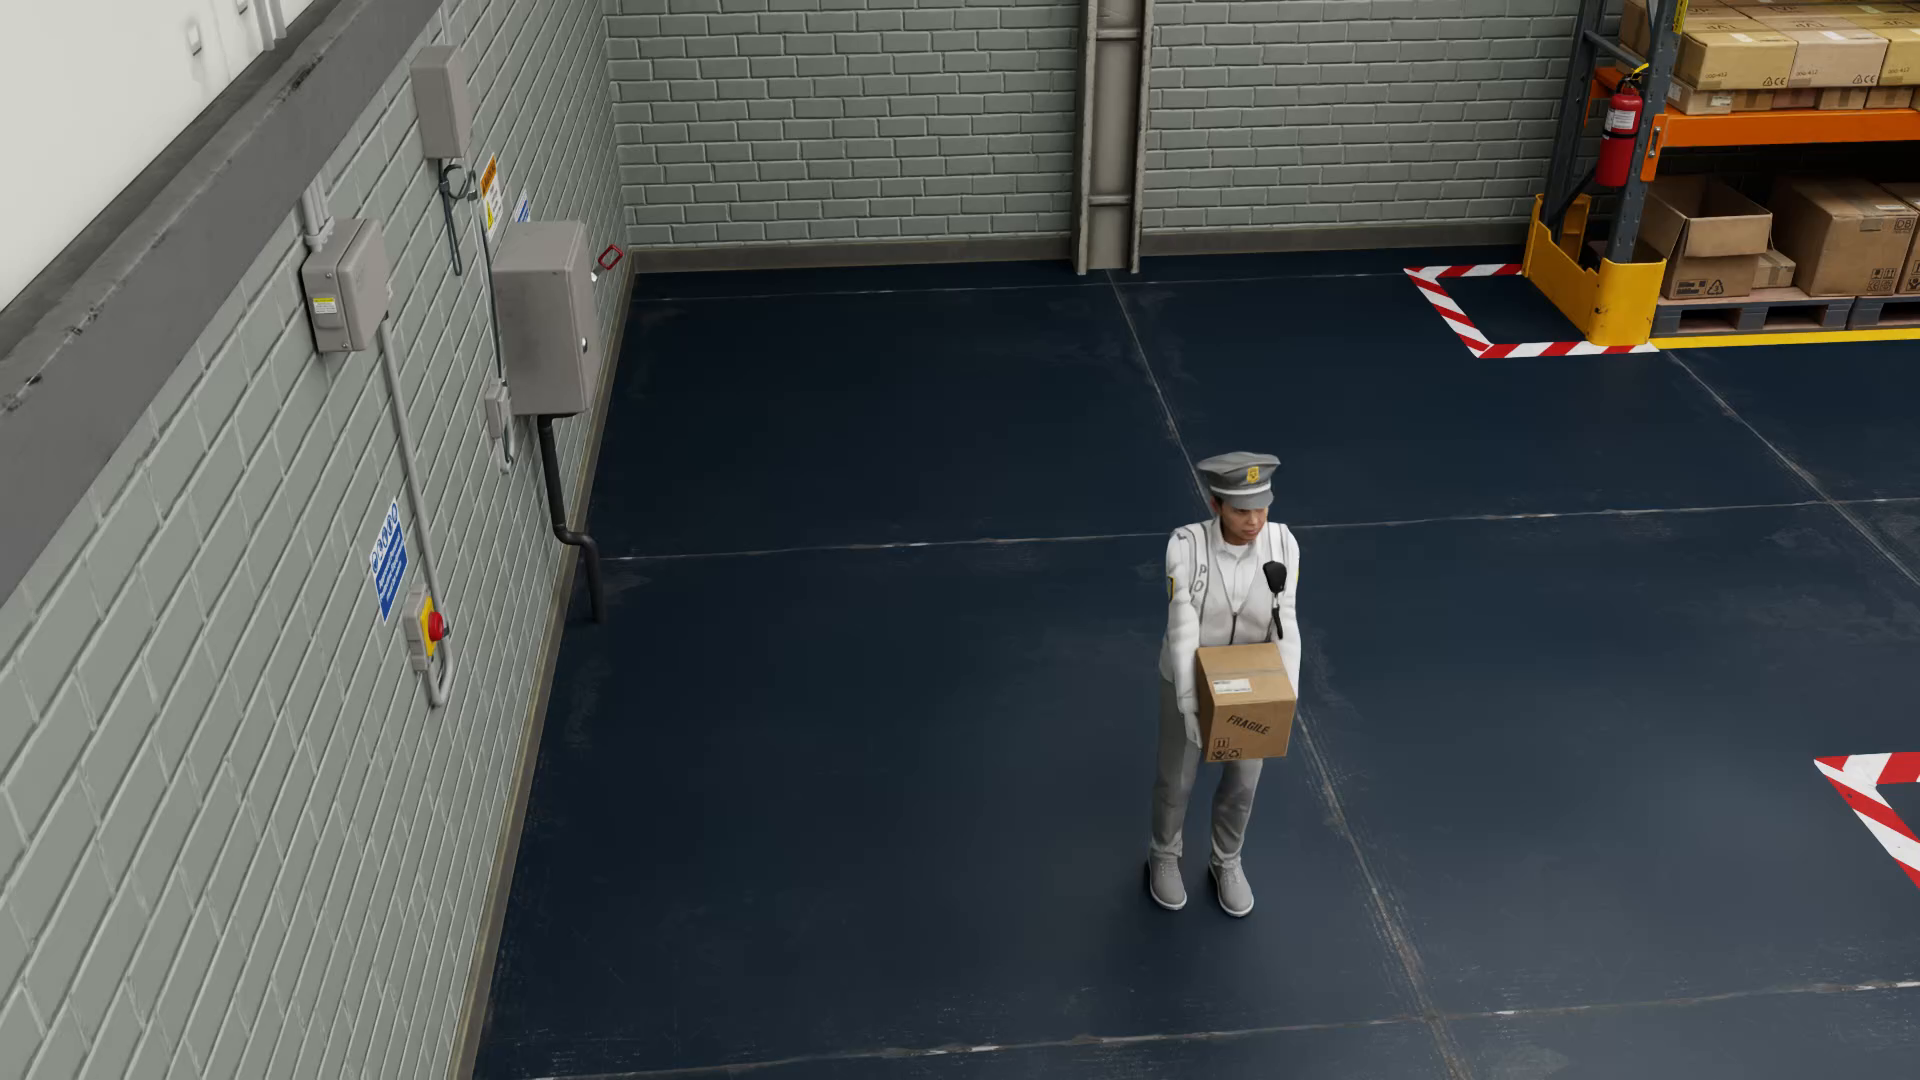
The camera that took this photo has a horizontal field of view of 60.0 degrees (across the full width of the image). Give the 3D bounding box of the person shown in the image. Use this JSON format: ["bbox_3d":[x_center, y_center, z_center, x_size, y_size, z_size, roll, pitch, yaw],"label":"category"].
[{"bbox_3d":[0.849,0.512,5.309,0.416,1.655,0.522,-3,31,-5],"label":"person"}]
